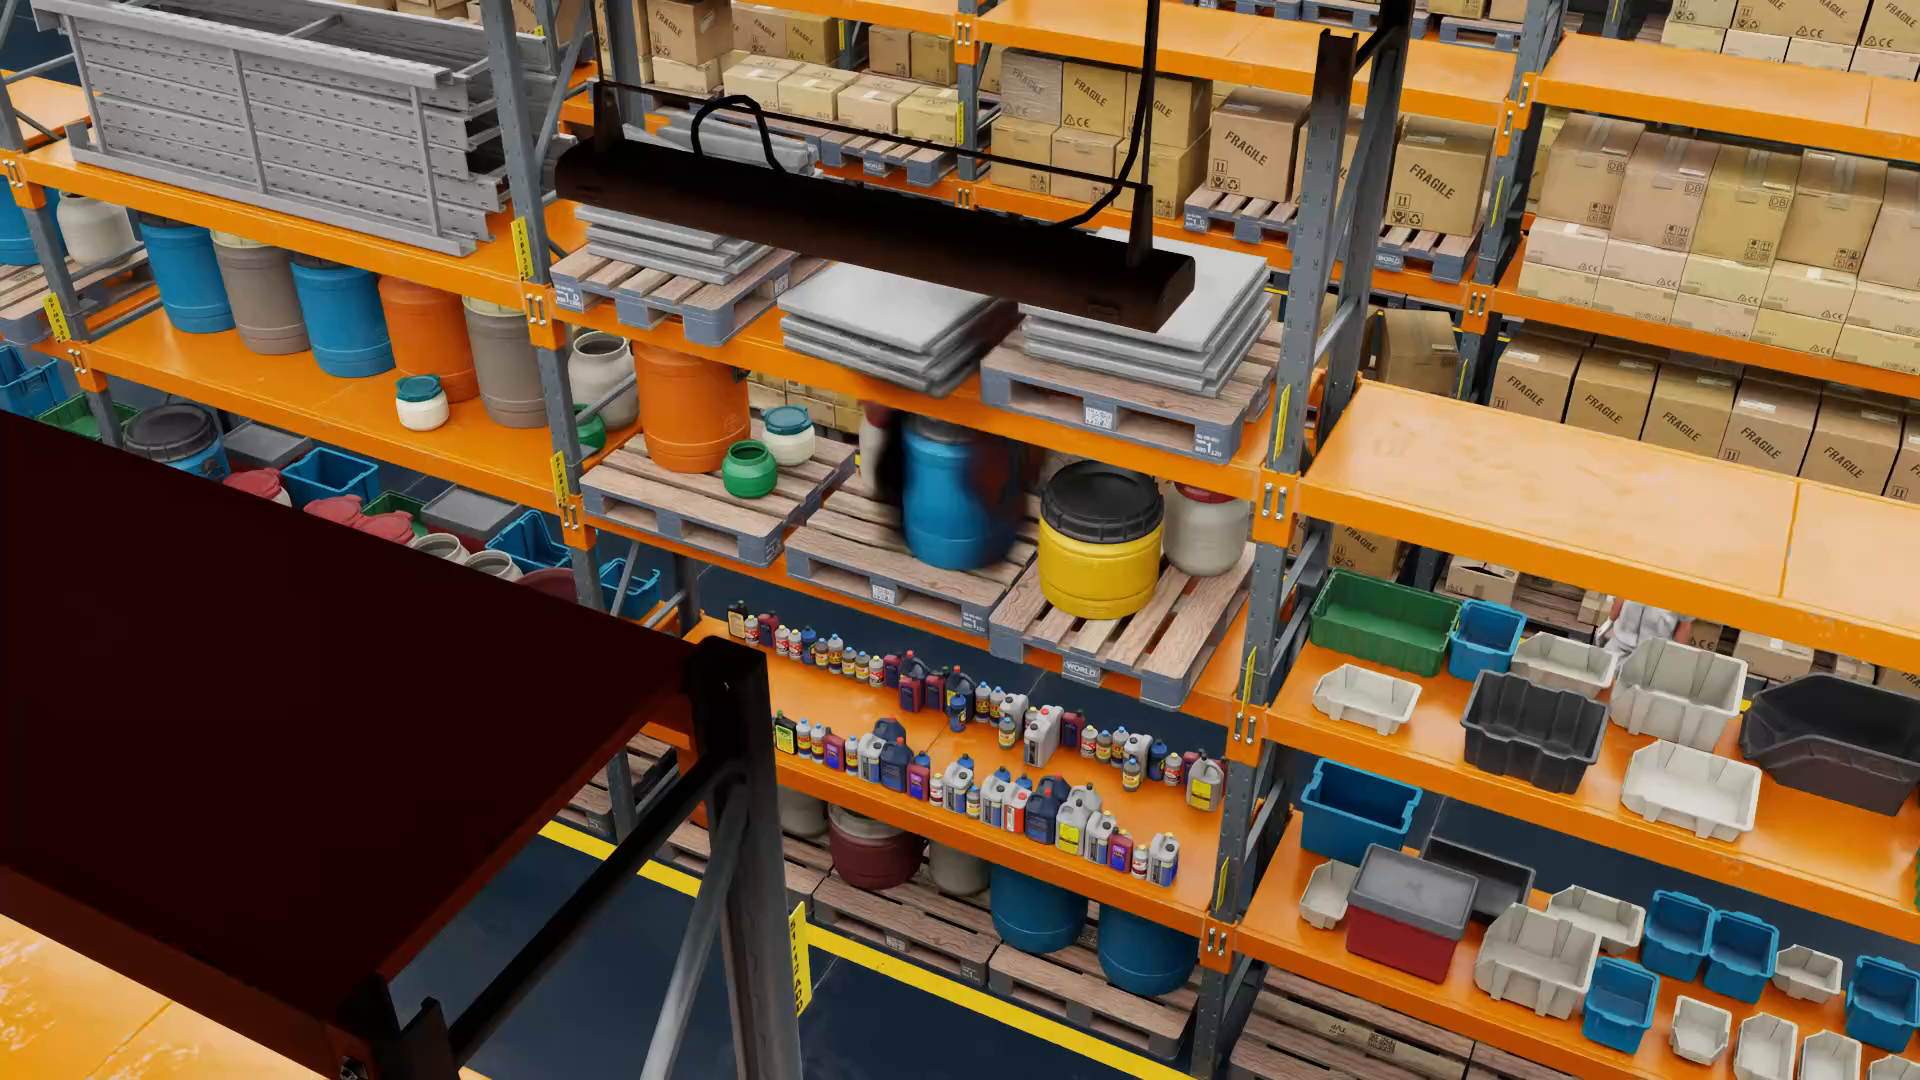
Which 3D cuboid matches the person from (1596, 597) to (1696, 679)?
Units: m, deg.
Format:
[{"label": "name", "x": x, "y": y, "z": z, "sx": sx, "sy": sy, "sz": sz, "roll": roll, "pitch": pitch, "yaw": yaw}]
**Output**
[{"label": "person", "x": 4.583, "y": 0.733, "z": 11.268, "sx": 0.574, "sy": 1.787, "sz": 0.550, "roll": 23, "pitch": 41, "yaw": 29}]
